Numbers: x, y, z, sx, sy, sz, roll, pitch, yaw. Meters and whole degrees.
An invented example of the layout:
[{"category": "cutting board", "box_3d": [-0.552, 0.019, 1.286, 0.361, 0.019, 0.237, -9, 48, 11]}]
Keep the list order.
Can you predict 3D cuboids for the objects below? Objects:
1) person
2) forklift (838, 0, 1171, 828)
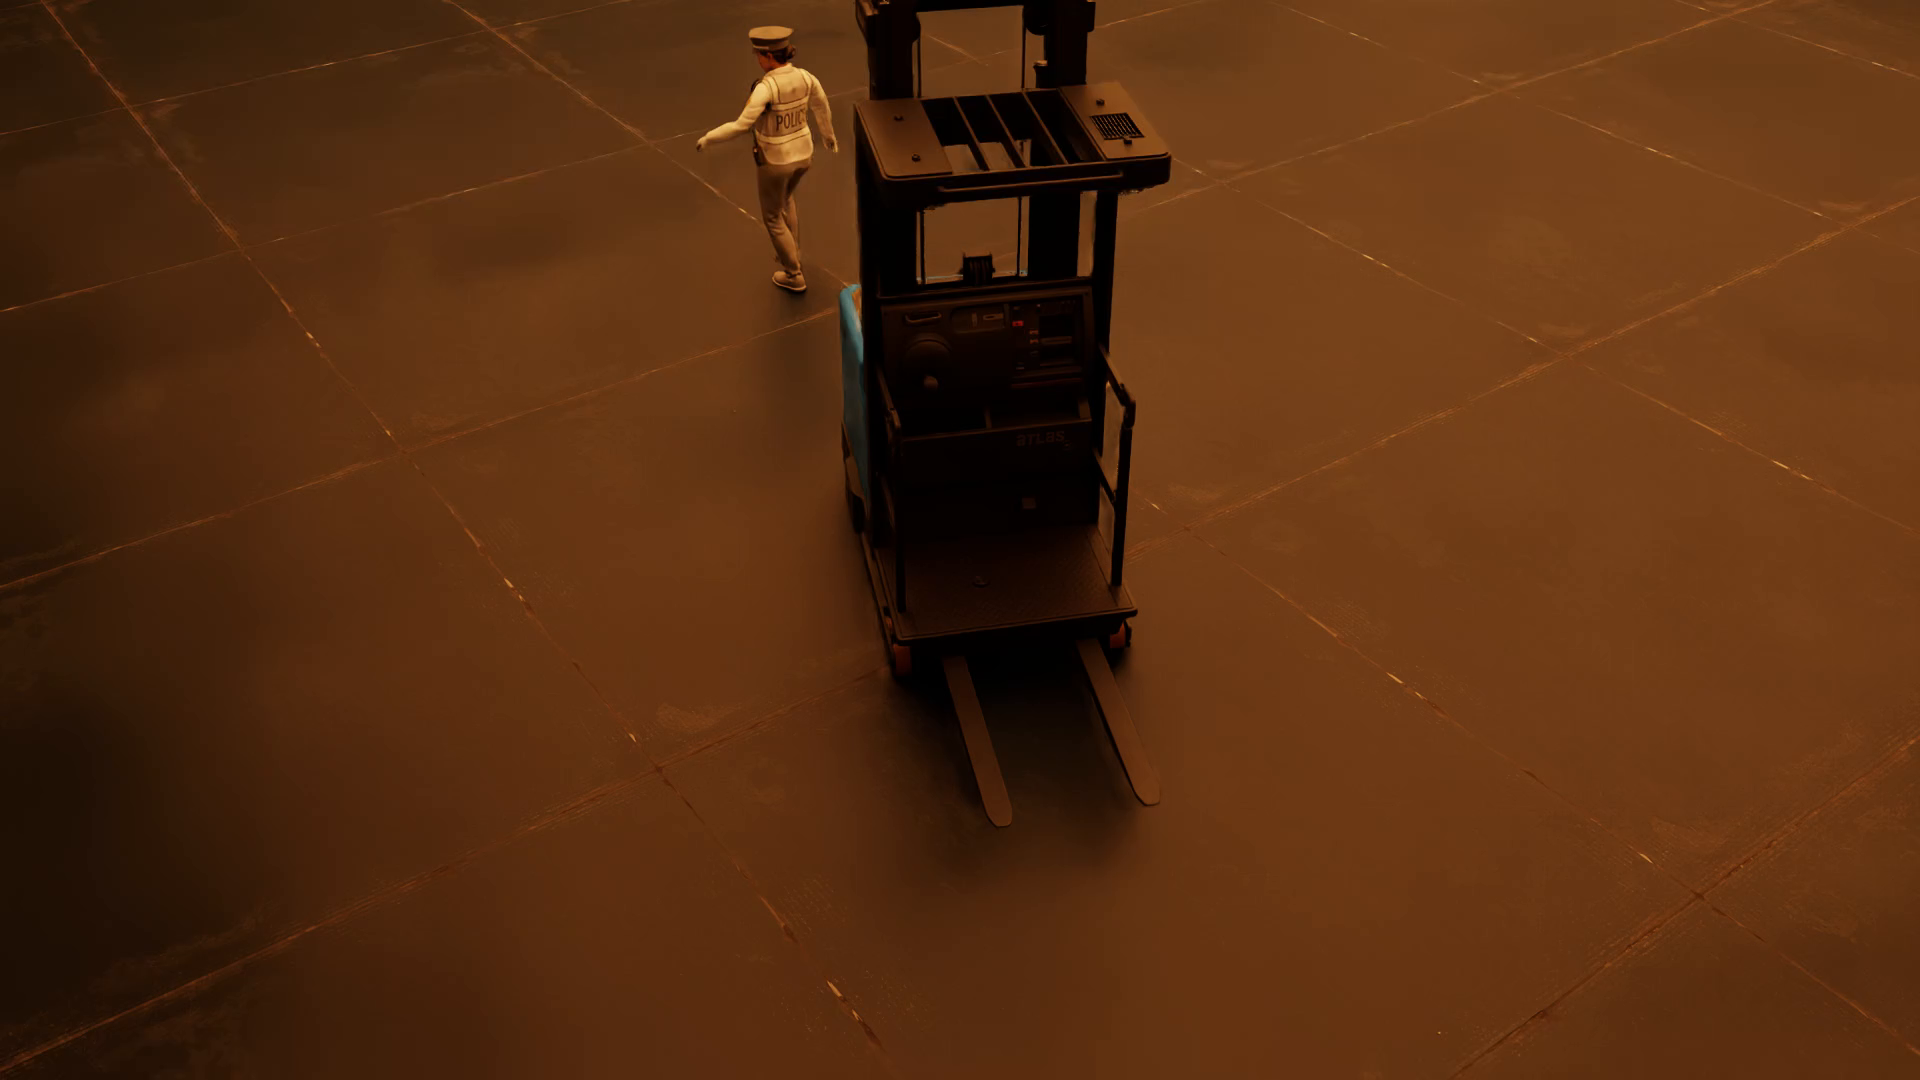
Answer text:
[{"category": "person", "box_3d": [-1.134, -2.344, 10.247, 0.900, 1.696, 0.540, -30, 46, -34]}, {"category": "forklift", "box_3d": [0.169, -0.794, 7.019, 1.130, 2.935, 3.031, -7, 37, -9]}]
